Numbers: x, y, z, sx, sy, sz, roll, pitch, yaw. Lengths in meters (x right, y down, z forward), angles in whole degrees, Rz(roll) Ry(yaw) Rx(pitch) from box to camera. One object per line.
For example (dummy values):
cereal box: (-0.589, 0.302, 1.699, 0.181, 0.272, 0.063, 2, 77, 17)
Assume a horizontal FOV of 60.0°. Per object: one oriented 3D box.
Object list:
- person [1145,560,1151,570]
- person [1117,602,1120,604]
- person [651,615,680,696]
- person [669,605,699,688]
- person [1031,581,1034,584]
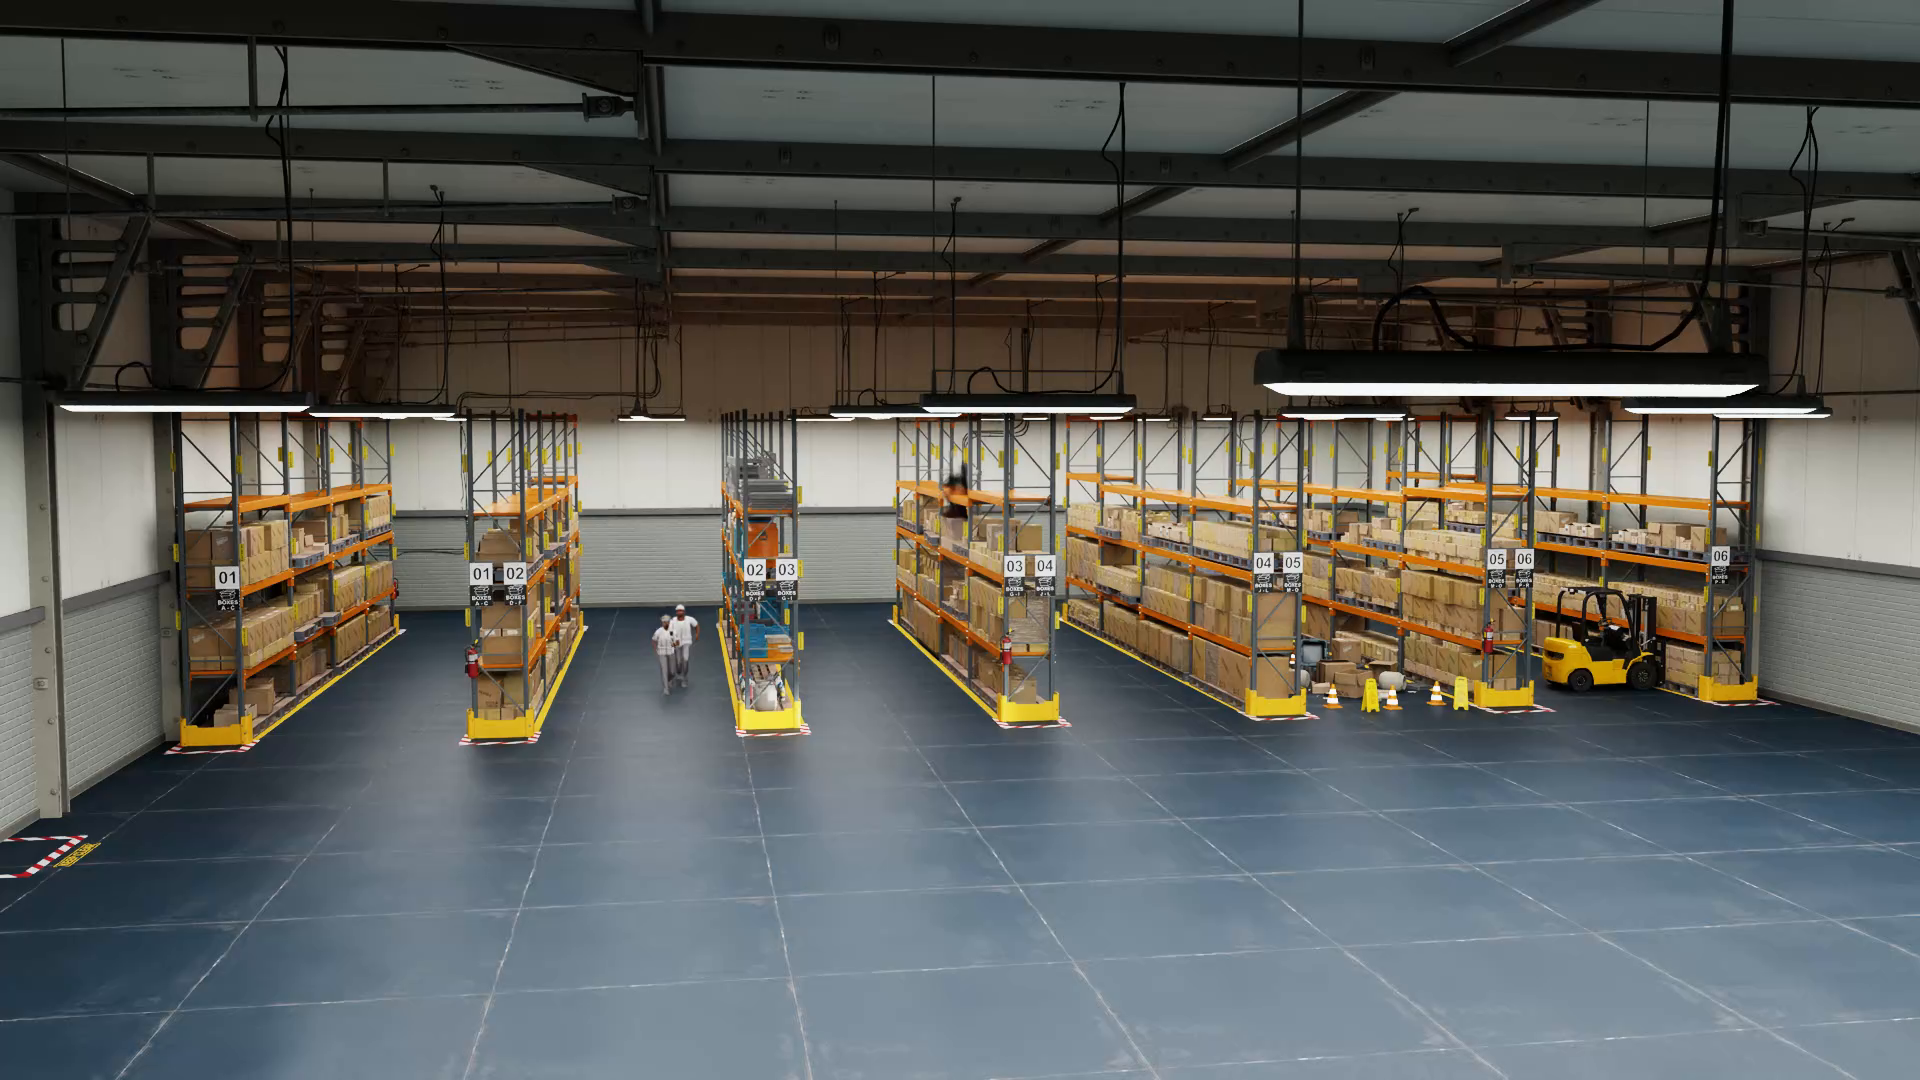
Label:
person: (5.617, 1.406, 50.259, 0.582, 1.621, 0.560, -1, 4, -7)
person: (4.815, 1.448, 49.272, 0.769, 1.691, 0.714, 4, 6, 45)
person: (-6.251, 2.423, 35.293, 0.570, 1.669, 0.834, -1, 4, -16)
person: (-6.092, 2.313, 36.453, 0.706, 1.797, 0.864, 0, 4, -4)
person: (1.820, 1.483, 48.233, 0.696, 1.713, 0.679, 2, 4, 23)
